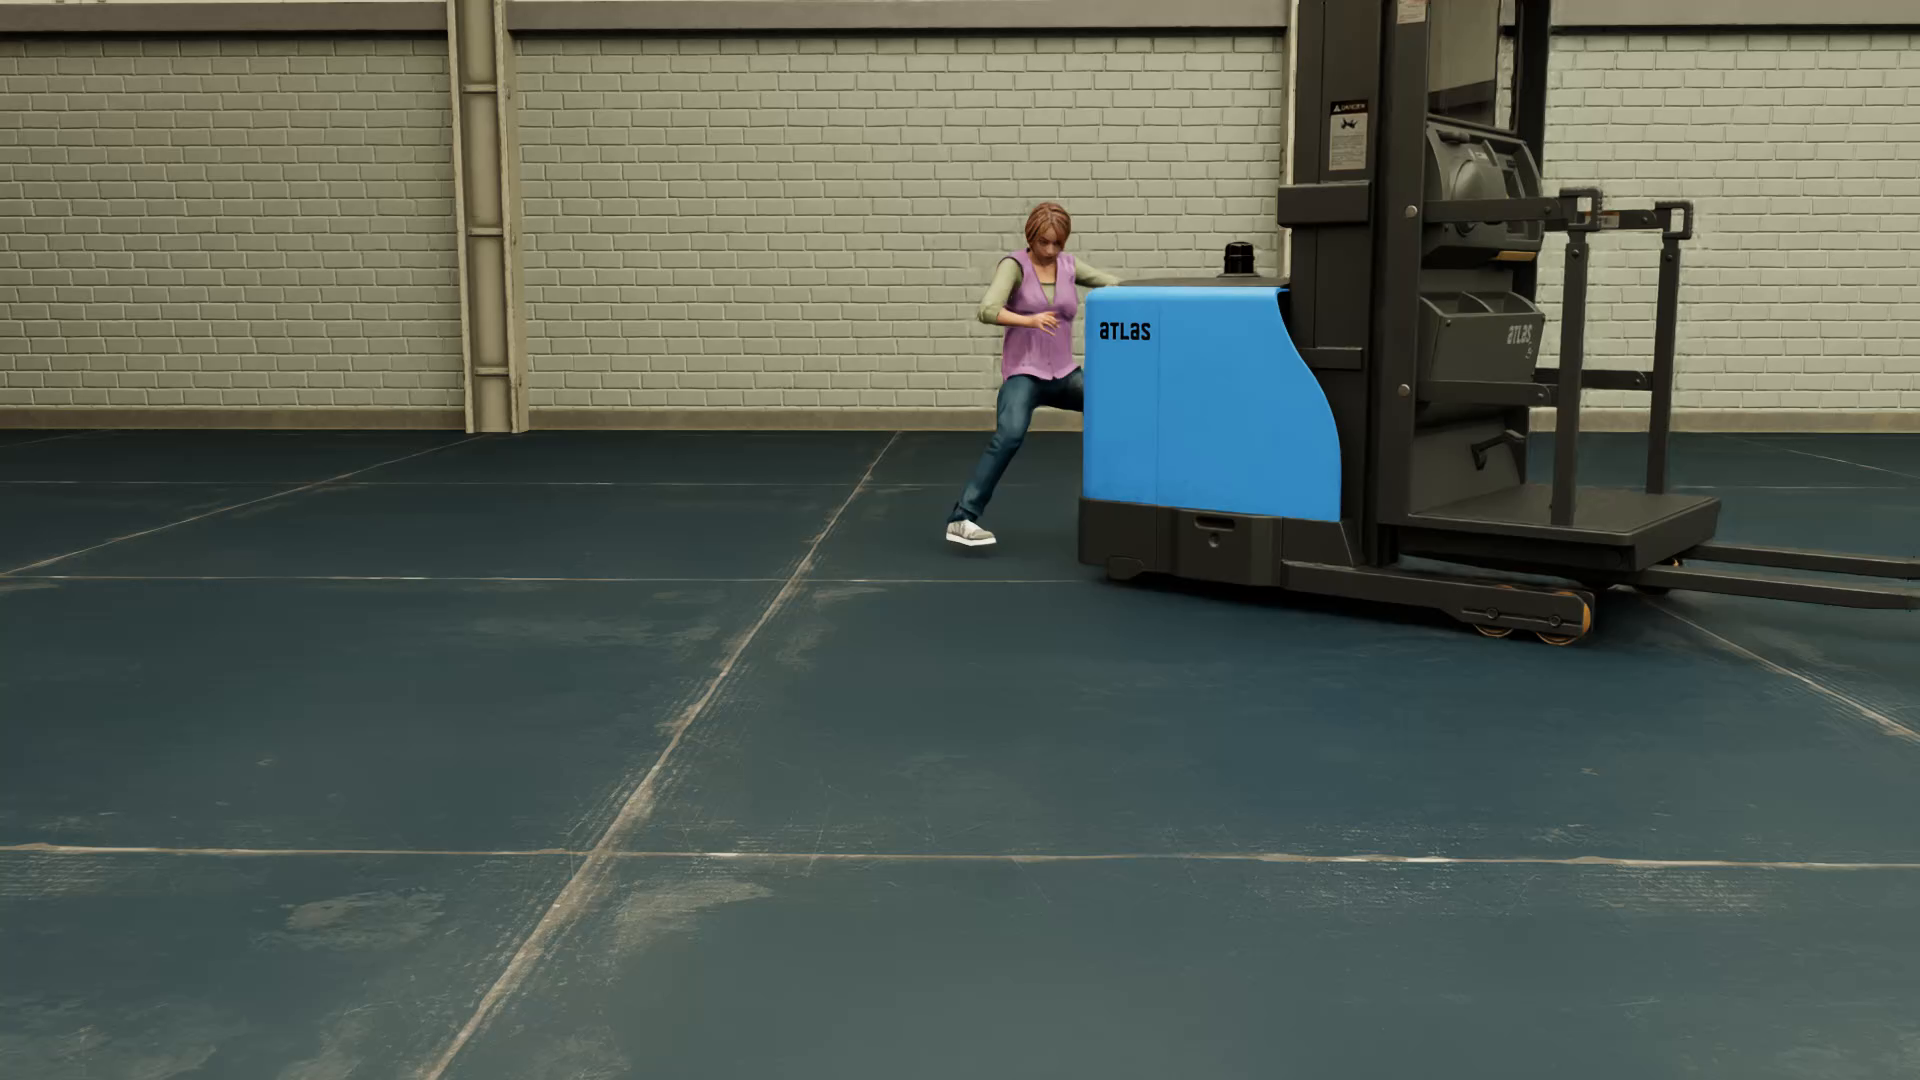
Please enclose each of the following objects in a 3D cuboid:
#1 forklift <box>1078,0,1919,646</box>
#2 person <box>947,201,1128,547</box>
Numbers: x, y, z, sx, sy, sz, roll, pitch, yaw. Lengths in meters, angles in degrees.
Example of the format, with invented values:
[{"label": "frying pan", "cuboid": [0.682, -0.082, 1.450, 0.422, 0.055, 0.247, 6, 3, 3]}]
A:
[{"label": "forklift", "cuboid": [1.910, -1.219, 5.400, 3.031, 2.935, 1.130, 7, 11, 37]}, {"label": "person", "cuboid": [0.432, -0.707, 6.921, 1.083, 1.379, 0.600, -3, 9, -19]}]
